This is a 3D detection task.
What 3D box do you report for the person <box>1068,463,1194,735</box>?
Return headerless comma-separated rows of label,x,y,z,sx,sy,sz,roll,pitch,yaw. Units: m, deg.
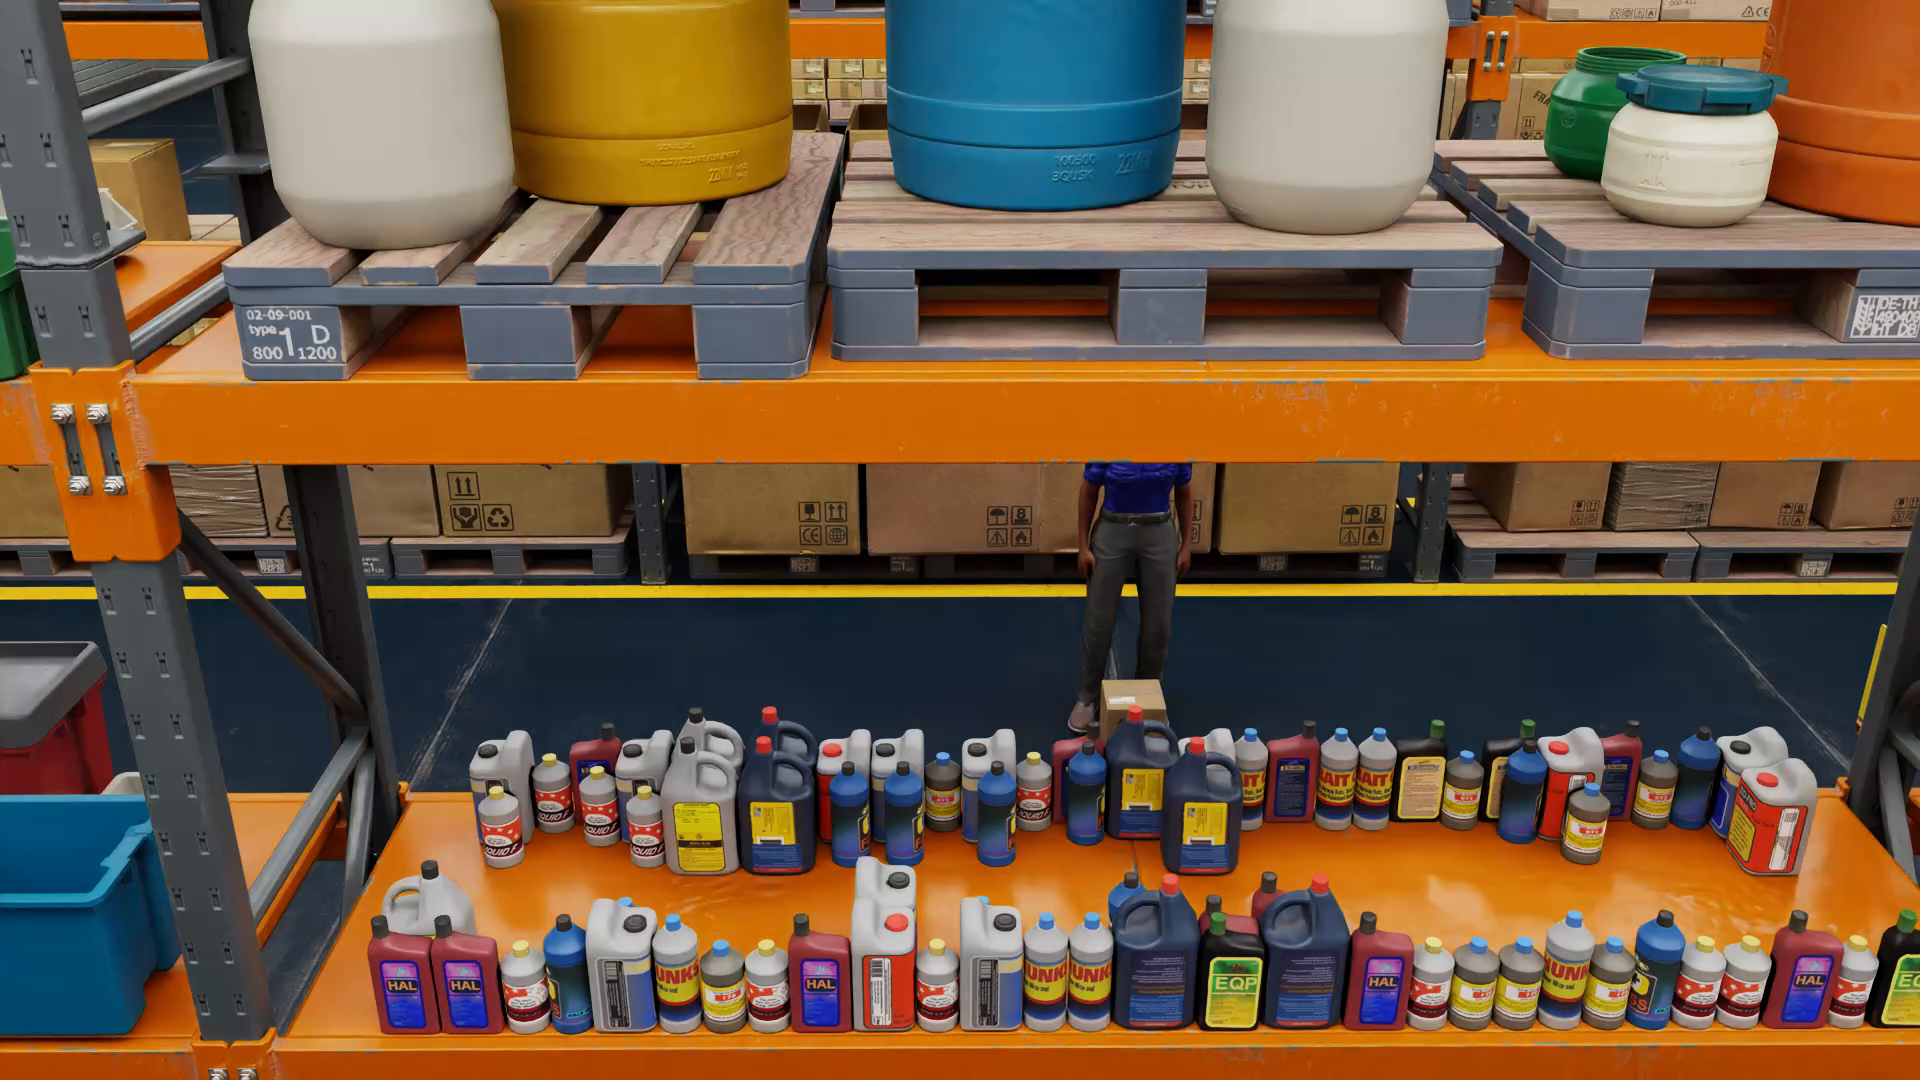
person,0.729,0.031,7.042,0.521,1.653,0.348,-1,24,-2
